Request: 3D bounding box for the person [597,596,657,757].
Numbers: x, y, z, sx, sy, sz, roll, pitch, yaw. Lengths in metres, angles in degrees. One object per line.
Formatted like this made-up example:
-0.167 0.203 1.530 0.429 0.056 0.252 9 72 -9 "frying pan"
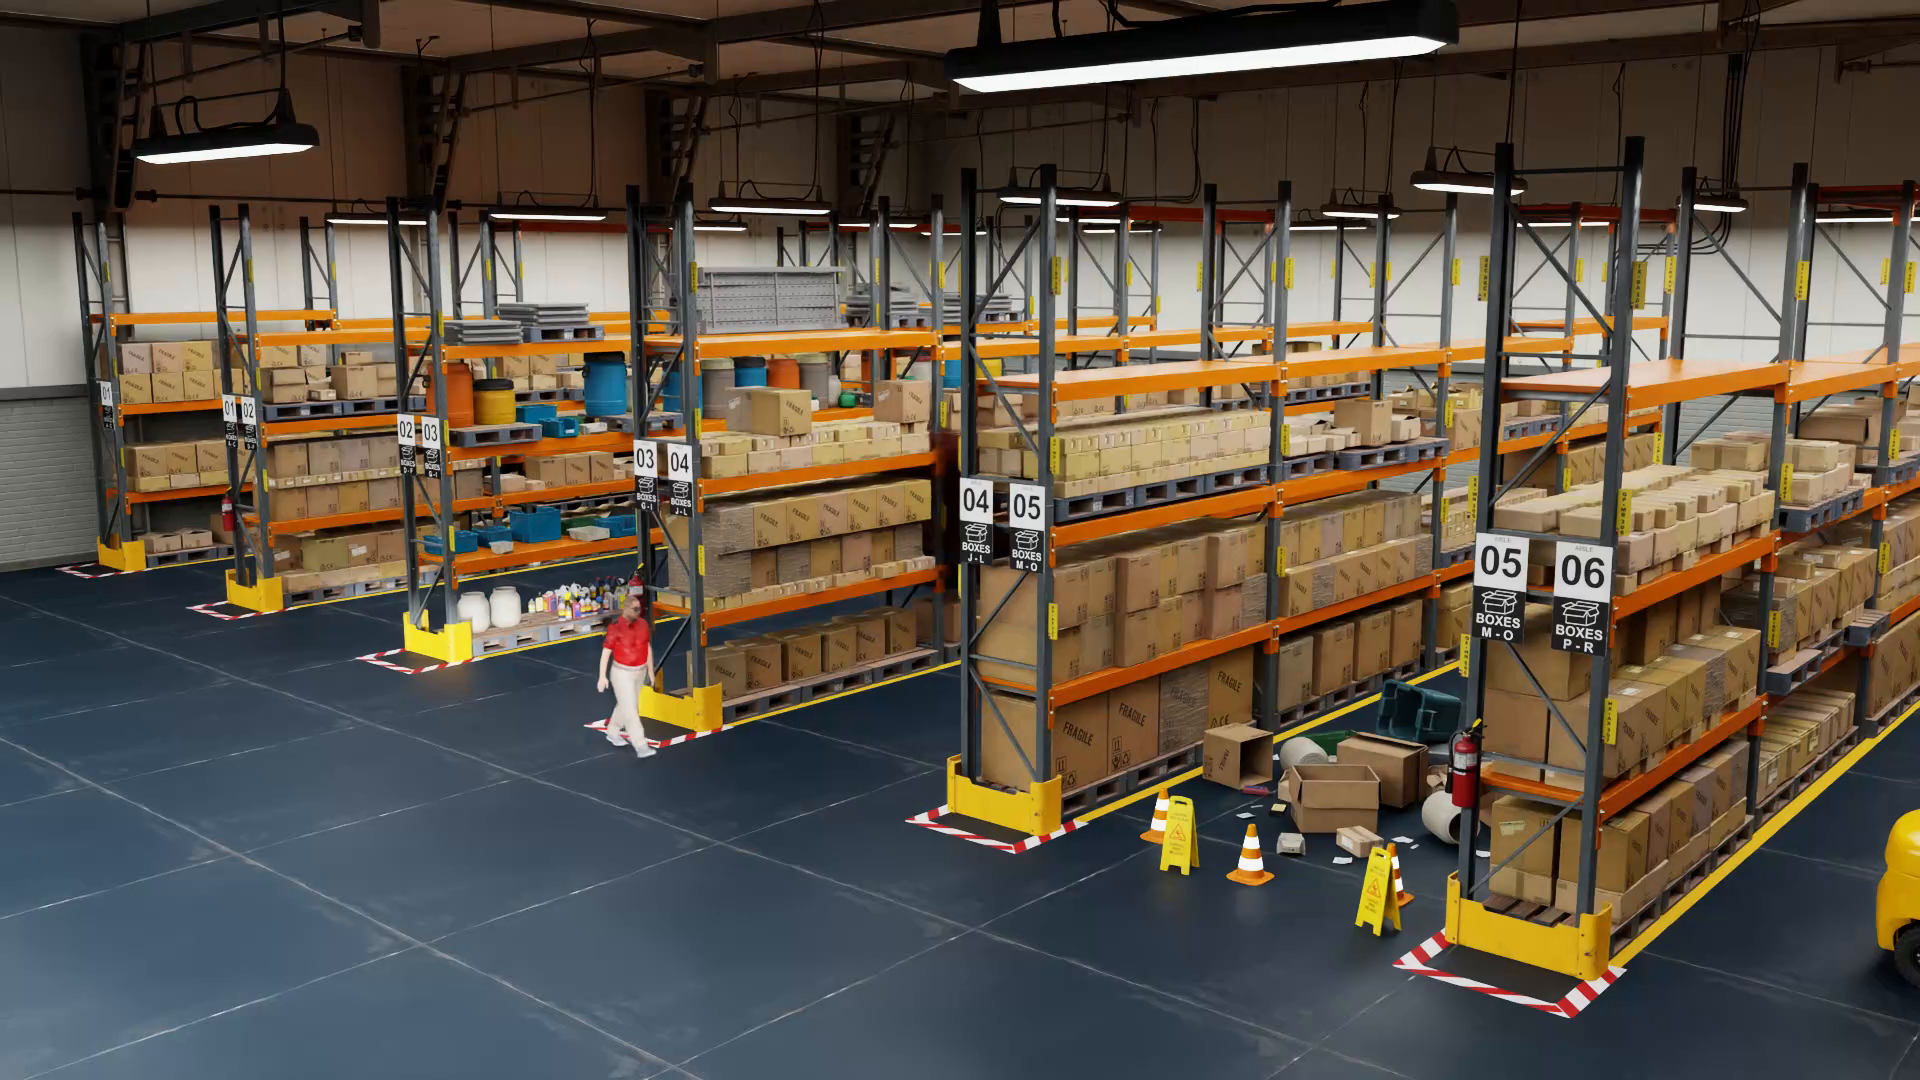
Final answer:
-3.456 1.422 17.566 1.034 1.663 0.617 6 11 32 "person"
